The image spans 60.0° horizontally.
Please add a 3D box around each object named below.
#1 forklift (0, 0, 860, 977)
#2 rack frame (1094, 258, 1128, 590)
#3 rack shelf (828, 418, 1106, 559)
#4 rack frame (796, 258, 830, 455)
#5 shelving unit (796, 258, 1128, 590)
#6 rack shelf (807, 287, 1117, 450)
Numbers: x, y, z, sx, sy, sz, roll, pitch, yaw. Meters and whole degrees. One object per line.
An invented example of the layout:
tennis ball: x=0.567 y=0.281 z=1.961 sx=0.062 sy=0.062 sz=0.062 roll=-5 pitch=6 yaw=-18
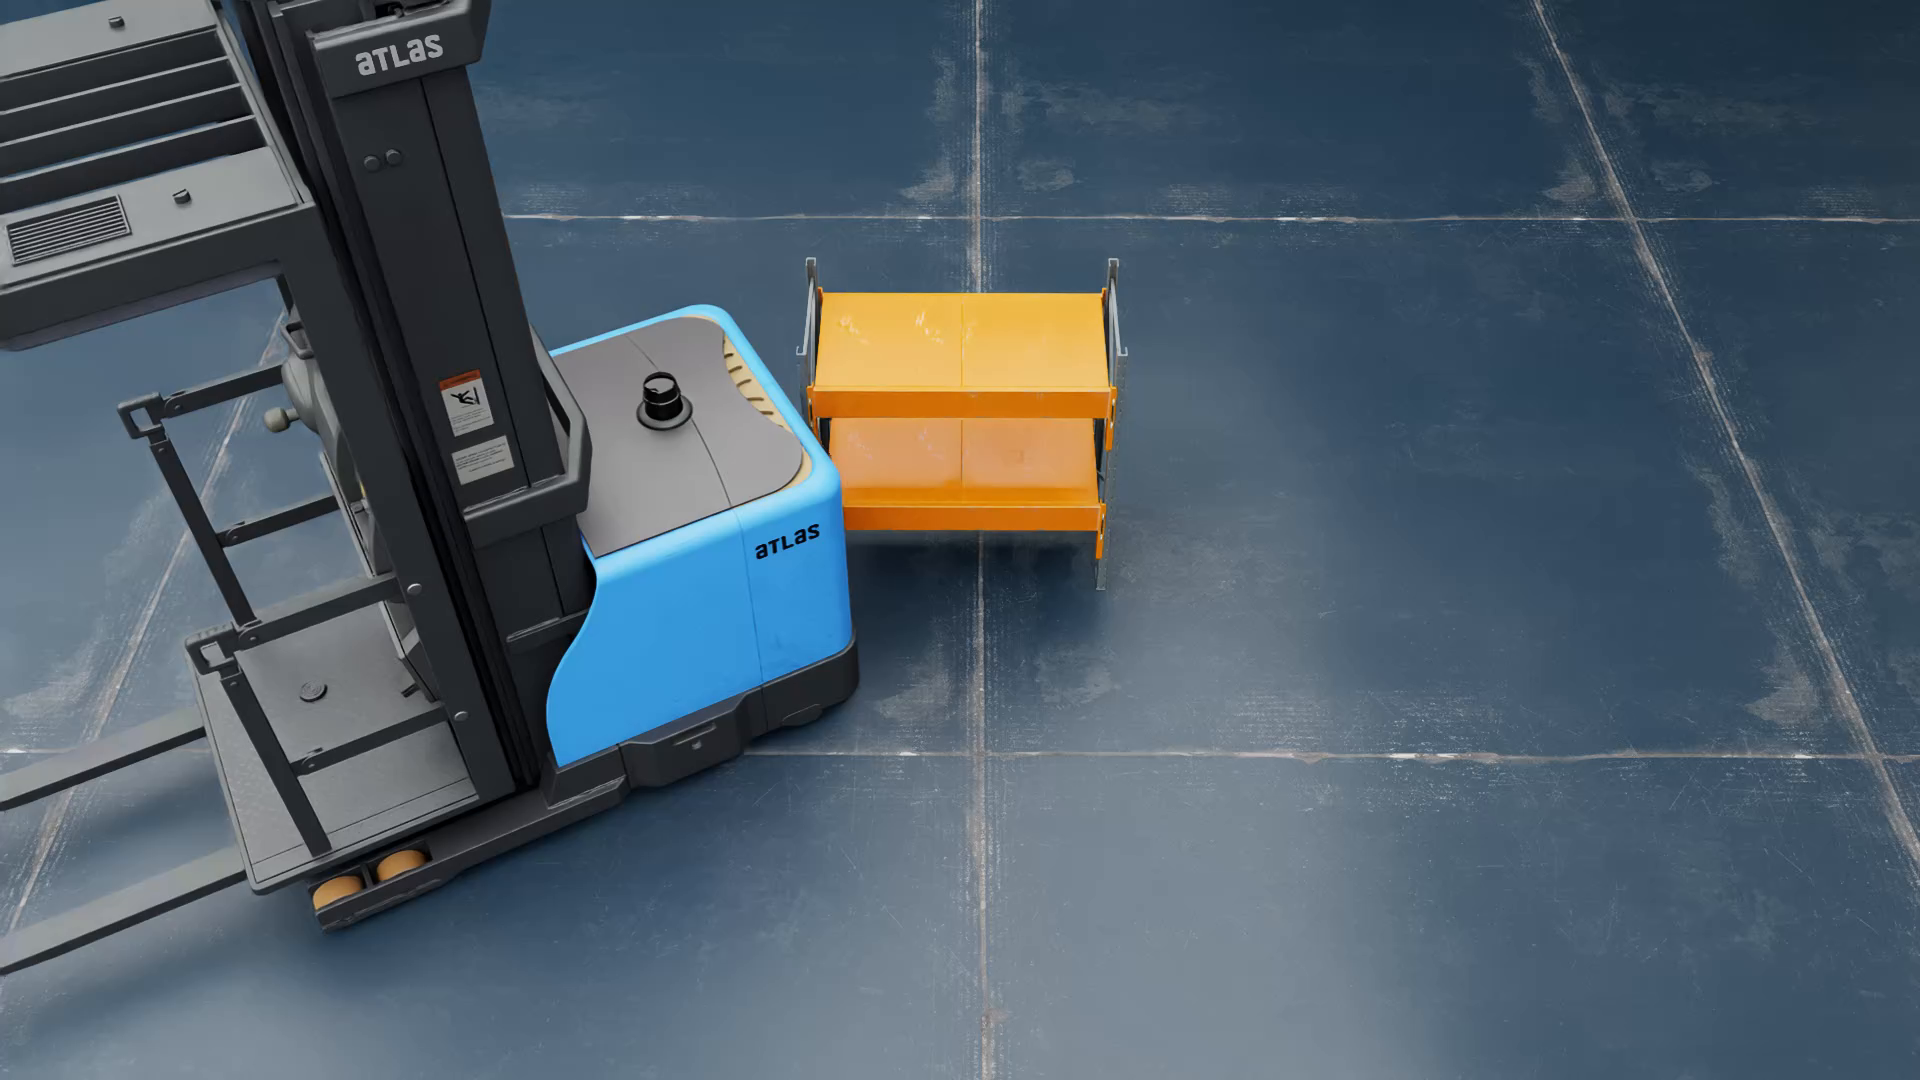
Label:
forklift: x=-1.888 y=-0.251 z=4.481 sx=3.031 sy=2.935 sz=1.130 roll=-22 pitch=51 yaw=-19
rack frame: x=0.515 y=-0.382 z=5.837 sx=0.032 sy=1.125 sz=0.500 roll=0 pitch=47 yaw=0
rack shelf: x=0.007 y=-0.217 z=6.017 sx=1.000 sy=0.278 sz=0.538 roll=0 pitch=47 yaw=0
rack frame: x=-0.502 y=-0.385 z=5.840 sx=0.032 sy=1.125 sz=0.500 roll=0 pitch=47 yaw=0
shelving unit: x=0.007 y=-0.383 z=5.838 sx=1.048 sy=1.125 sz=0.538 roll=0 pitch=47 yaw=0
rack shelf: x=0.007 y=-0.583 z=5.624 sx=1.000 sy=0.278 sz=0.538 roll=0 pitch=47 yaw=0
